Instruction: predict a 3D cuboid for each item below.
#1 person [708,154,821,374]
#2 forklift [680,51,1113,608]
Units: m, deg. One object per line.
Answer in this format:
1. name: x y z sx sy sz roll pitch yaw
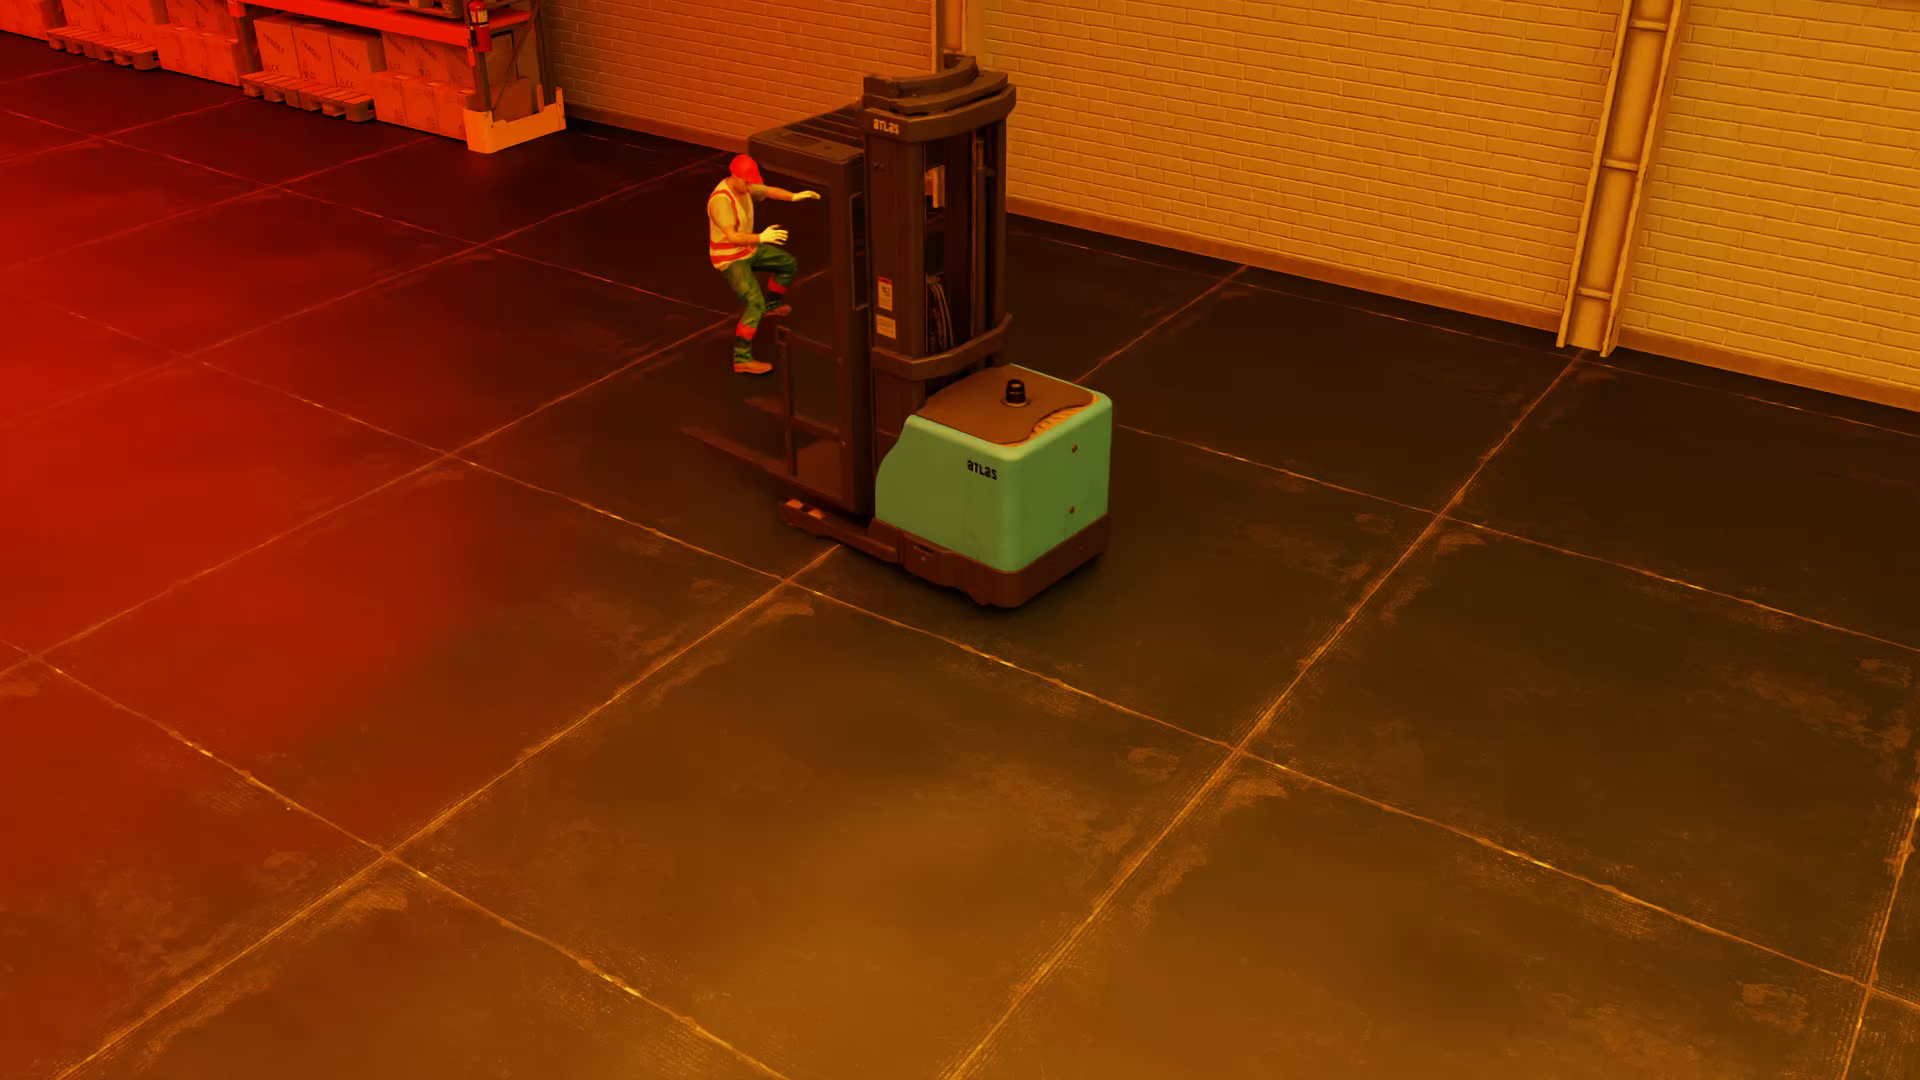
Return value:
1. person: -1.543 -2.219 12.791 0.712 1.543 1.177 11 32 19
2. forklift: -0.538 -1.475 10.121 3.031 2.935 1.130 23 37 33
